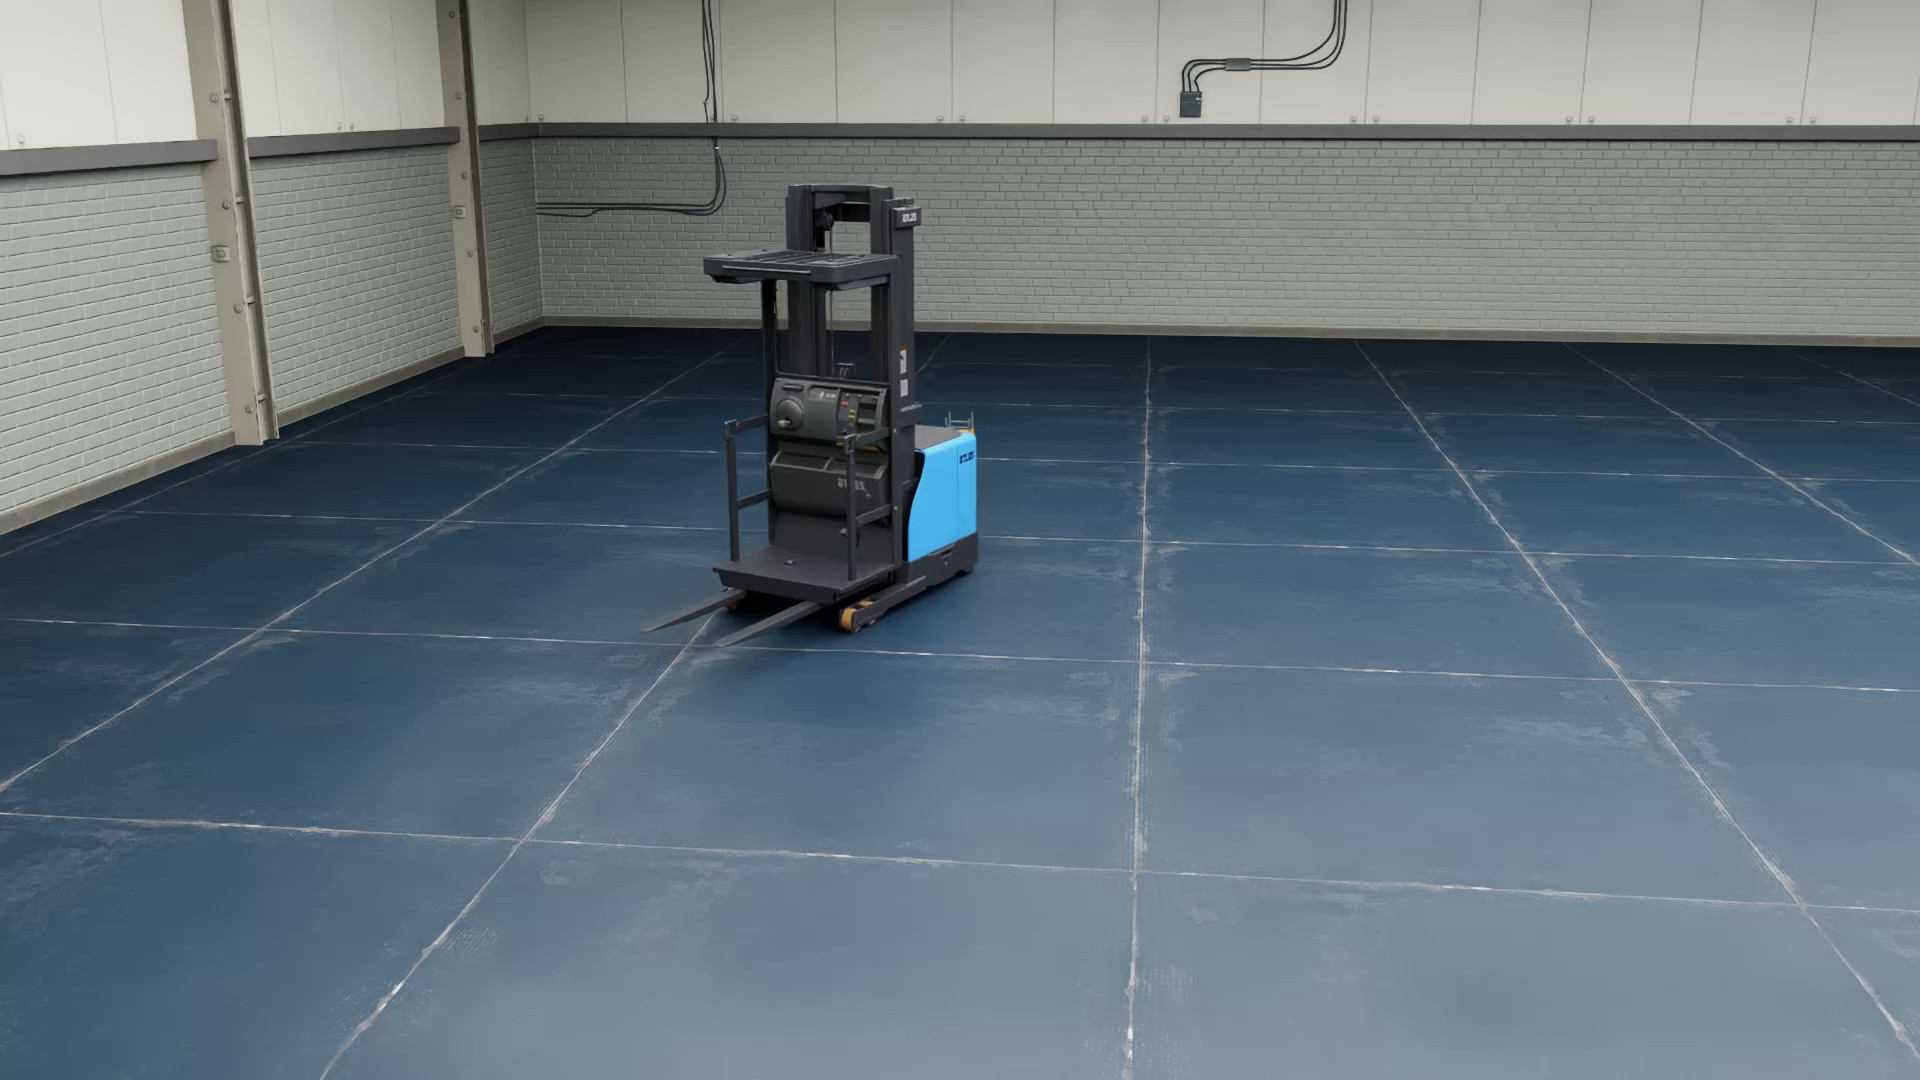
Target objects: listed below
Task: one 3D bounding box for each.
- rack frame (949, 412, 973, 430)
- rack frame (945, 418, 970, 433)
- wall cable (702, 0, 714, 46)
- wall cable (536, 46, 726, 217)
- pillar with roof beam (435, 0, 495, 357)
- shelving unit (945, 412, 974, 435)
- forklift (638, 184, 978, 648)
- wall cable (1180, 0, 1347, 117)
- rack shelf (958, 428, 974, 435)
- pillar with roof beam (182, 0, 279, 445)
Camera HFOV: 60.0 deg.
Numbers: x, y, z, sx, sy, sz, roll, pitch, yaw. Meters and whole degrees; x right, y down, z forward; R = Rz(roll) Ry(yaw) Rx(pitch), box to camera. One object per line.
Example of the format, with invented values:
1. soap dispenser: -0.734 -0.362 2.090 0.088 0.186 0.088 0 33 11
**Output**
1. rack frame: 0.008 -0.525 13.591 0.200 1.050 0.008 2 15 6
2. rack frame: -0.020 -0.461 13.357 0.200 1.050 0.008 2 15 6
3. wall cable: -2.400 -8.526 24.227 3.097 2.526 0.112 2 15 6
4. wall cable: -5.088 -6.168 25.181 3.097 2.526 0.112 2 15 6
5. pillar with roof beam: -2.457 -6.815 21.625 9.100 9.000 0.400 2 15 6
6. shelving unit: -0.006 -0.493 13.474 0.215 1.050 0.252 2 15 6
7. forklift: -1.029 -0.920 11.451 1.130 2.935 3.031 8 17 29
8. wall cable: 4.343 -9.025 23.282 2.305 6.003 0.169 2 15 6
9. rack shelf: -0.006 -0.757 13.402 0.215 0.259 0.240 2 15 6
10. pillar with roof beam: -3.134 -5.259 15.870 9.100 9.000 0.400 2 15 6
